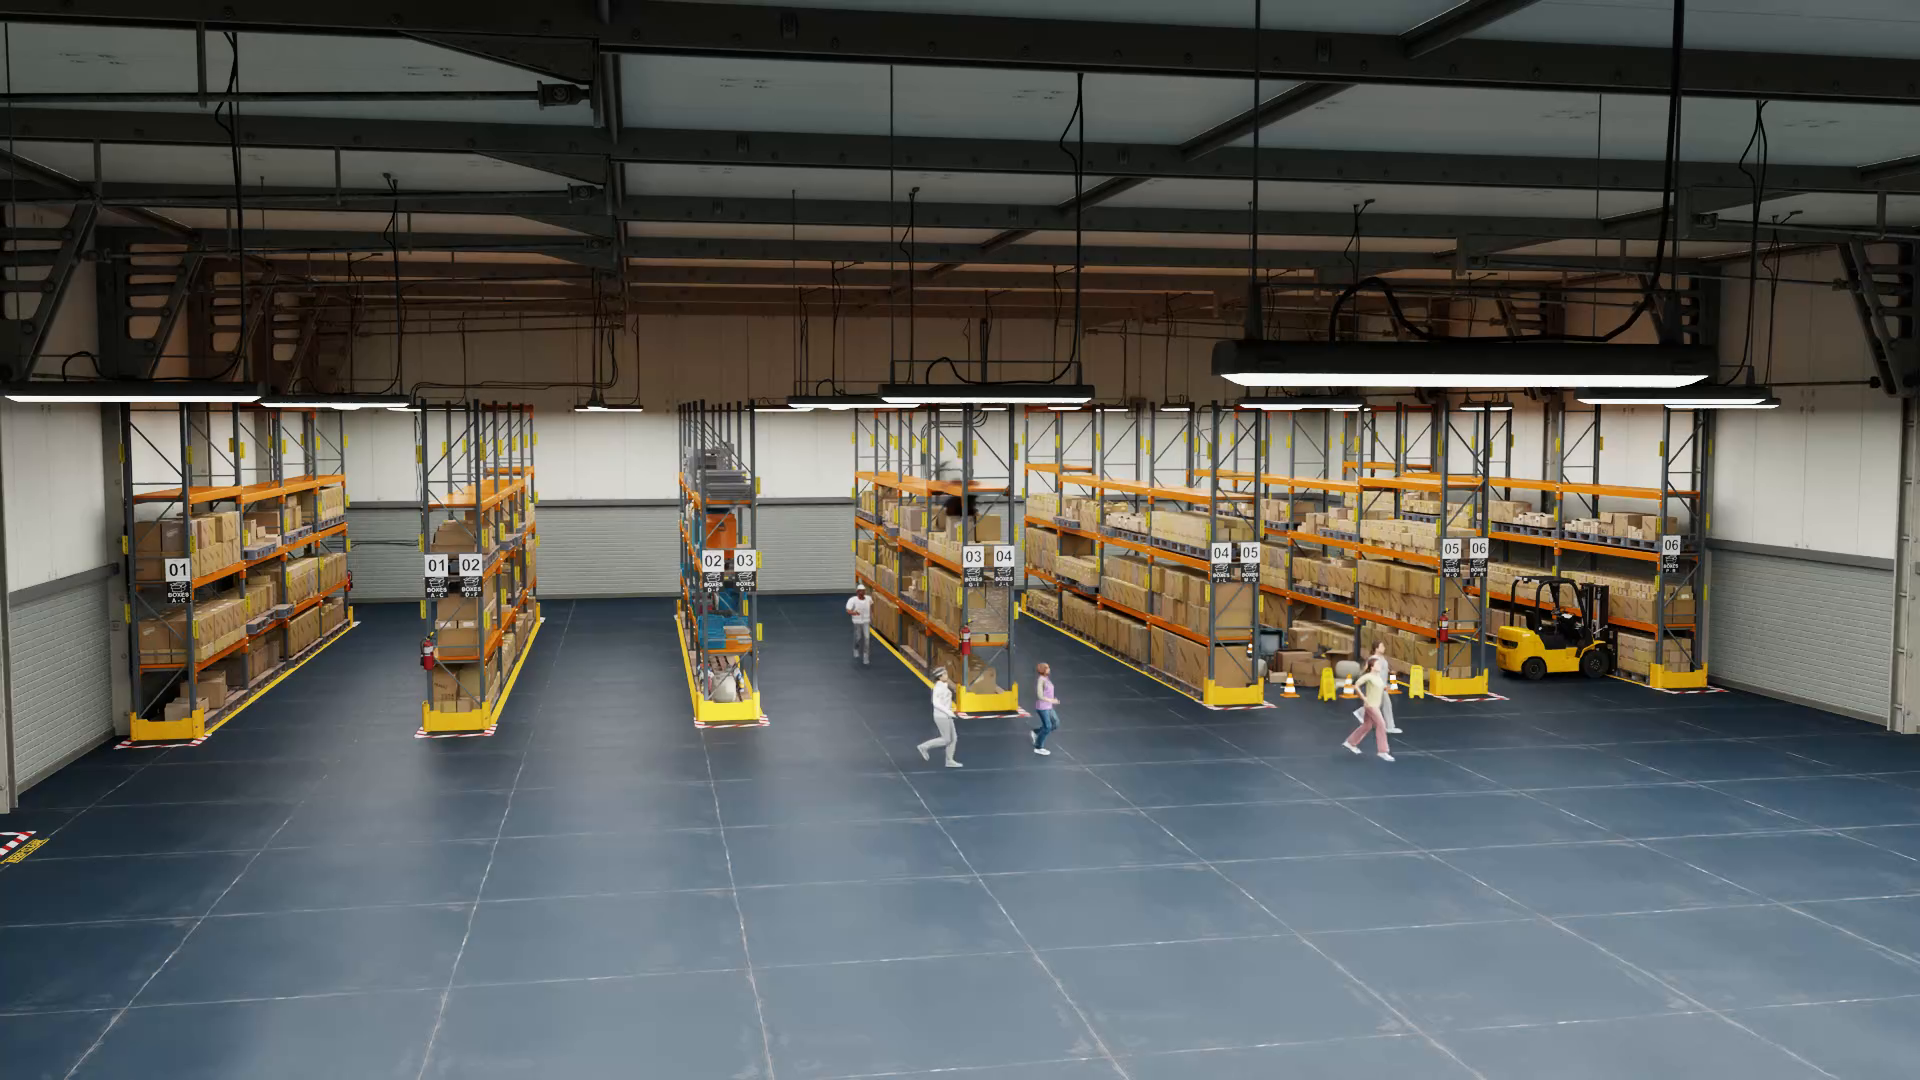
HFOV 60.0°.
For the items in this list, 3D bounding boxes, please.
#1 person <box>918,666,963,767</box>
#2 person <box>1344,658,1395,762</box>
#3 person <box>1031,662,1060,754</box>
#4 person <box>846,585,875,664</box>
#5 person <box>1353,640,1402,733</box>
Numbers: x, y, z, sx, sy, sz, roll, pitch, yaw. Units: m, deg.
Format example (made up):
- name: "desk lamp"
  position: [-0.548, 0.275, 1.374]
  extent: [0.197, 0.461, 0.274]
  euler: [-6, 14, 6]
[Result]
- name: "person"
  position: [-0.315, 2.854, 26.941]
  extent: [0.729, 1.659, 0.631]
  euler: [0, 4, 5]
- name: "person"
  position: [6.848, 2.797, 27.697]
  extent: [0.865, 1.703, 0.555]
  euler: [2, 5, 28]
- name: "person"
  position: [1.440, 2.836, 28.034]
  extent: [0.540, 1.560, 0.534]
  euler: [1, 5, 18]
- name: "person"
  position: [-2.296, 1.932, 38.498]
  extent: [0.710, 1.815, 0.892]
  euler: [-1, 4, -15]
- name: "person"
  position: [7.523, 2.624, 29.942]
  extent: [0.929, 1.645, 0.574]
  euler: [3, 5, 32]
